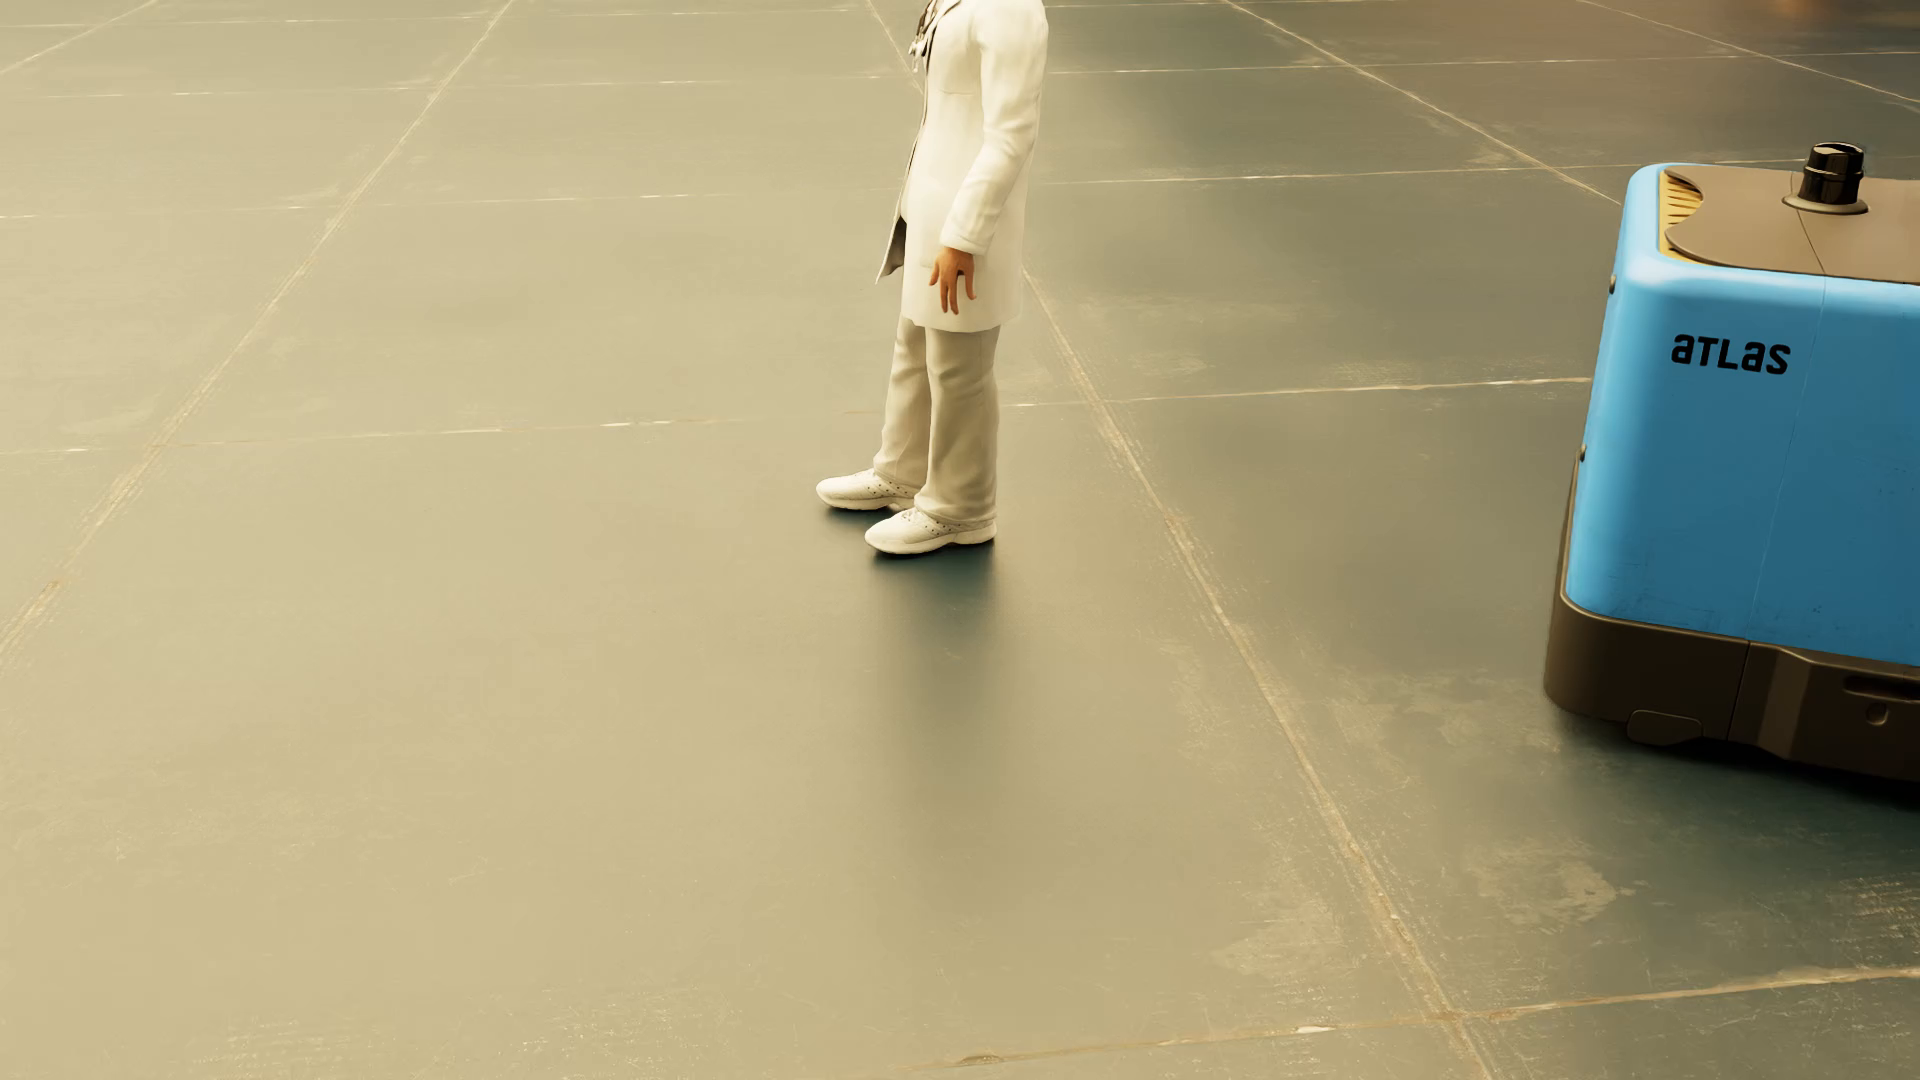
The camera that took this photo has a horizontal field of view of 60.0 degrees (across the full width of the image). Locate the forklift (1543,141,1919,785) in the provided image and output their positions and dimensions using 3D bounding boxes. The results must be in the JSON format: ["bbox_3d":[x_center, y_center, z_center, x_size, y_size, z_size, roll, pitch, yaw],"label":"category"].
[{"bbox_3d":[2.884,-0.864,3.022,3.031,2.935,1.130,9,27,19],"label":"forklift"}]

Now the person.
[{"bbox_3d":[-0.090,-0.804,4.211,0.581,1.775,0.694,-3,26,-7],"label":"person"}]
